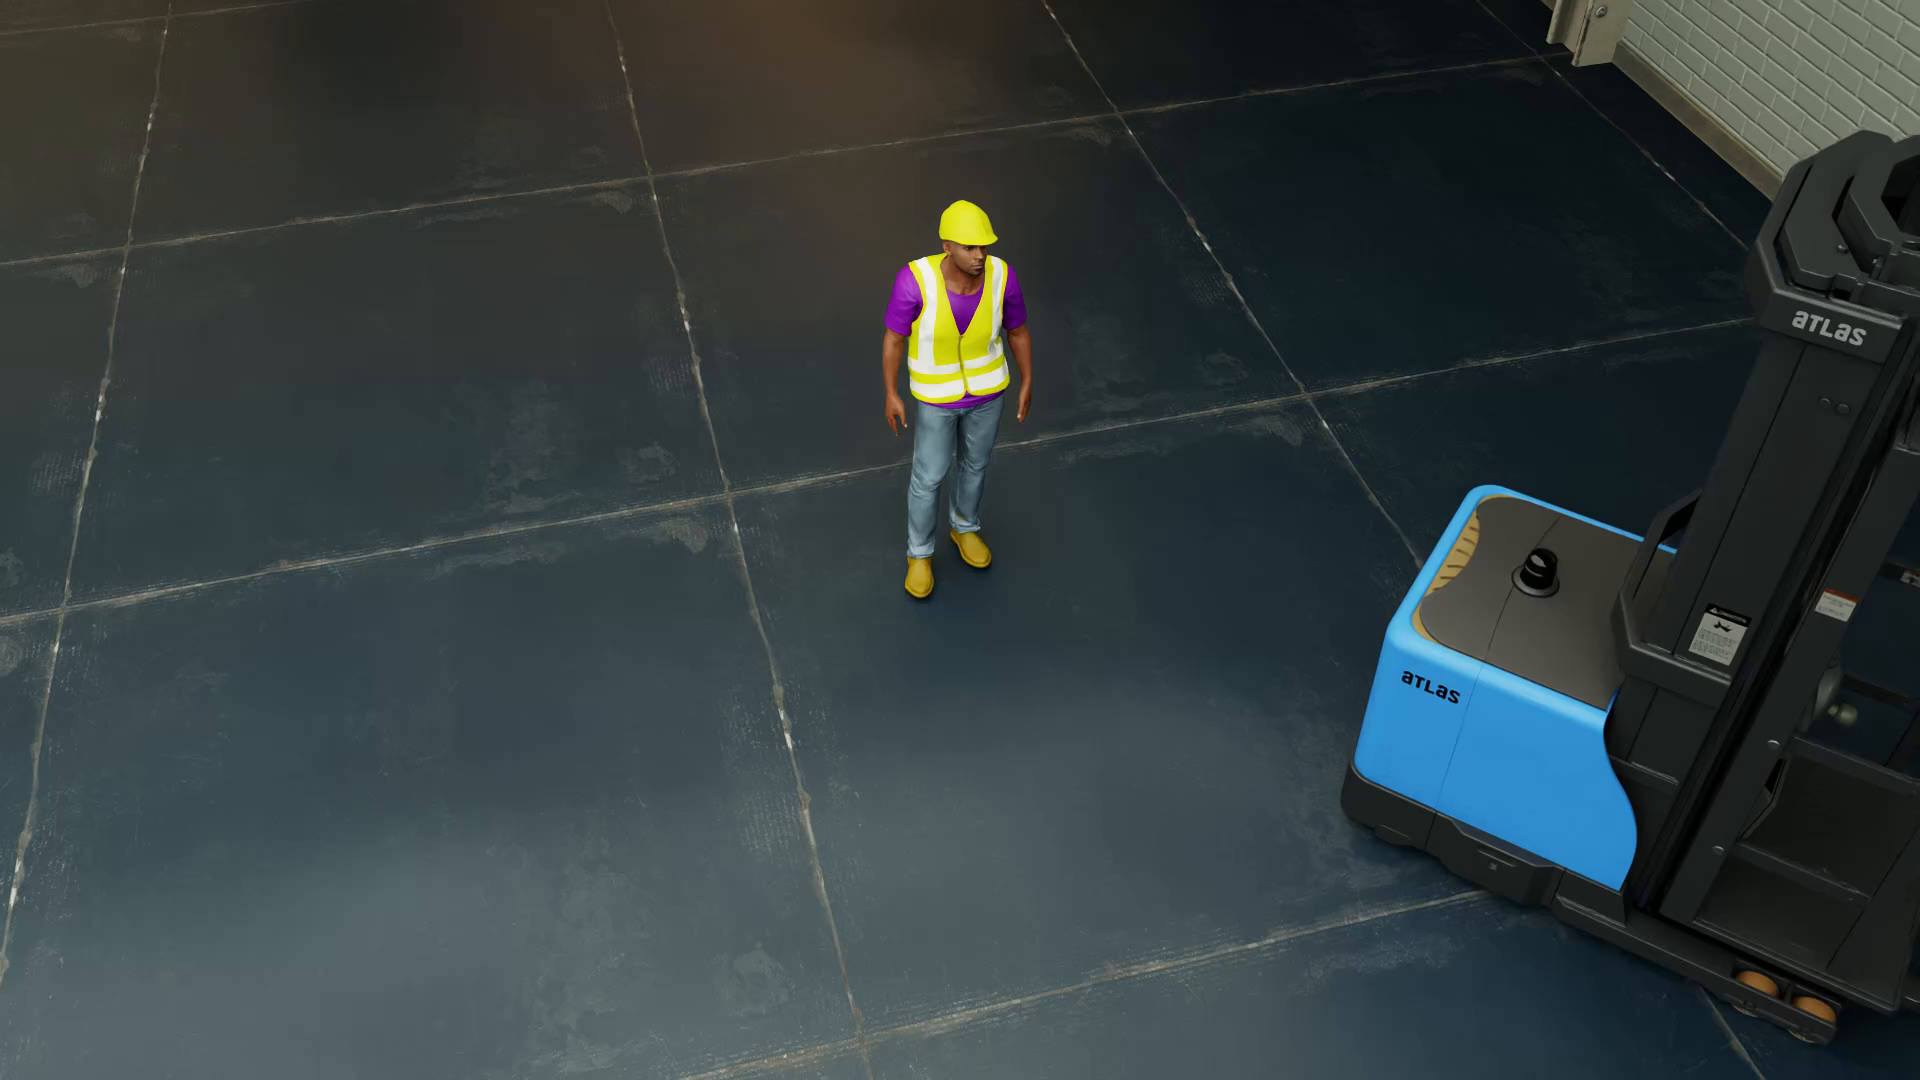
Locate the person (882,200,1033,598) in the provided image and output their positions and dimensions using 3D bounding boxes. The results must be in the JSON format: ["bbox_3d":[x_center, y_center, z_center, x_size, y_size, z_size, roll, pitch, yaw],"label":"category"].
[{"bbox_3d":[0.011,-0.600,7.118,0.665,1.765,0.577,-10,44,-11],"label":"person"}]

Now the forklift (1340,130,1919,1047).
[{"bbox_3d":[3.028,0.293,5.336,3.031,2.935,1.130,23,48,23],"label":"forklift"}]
